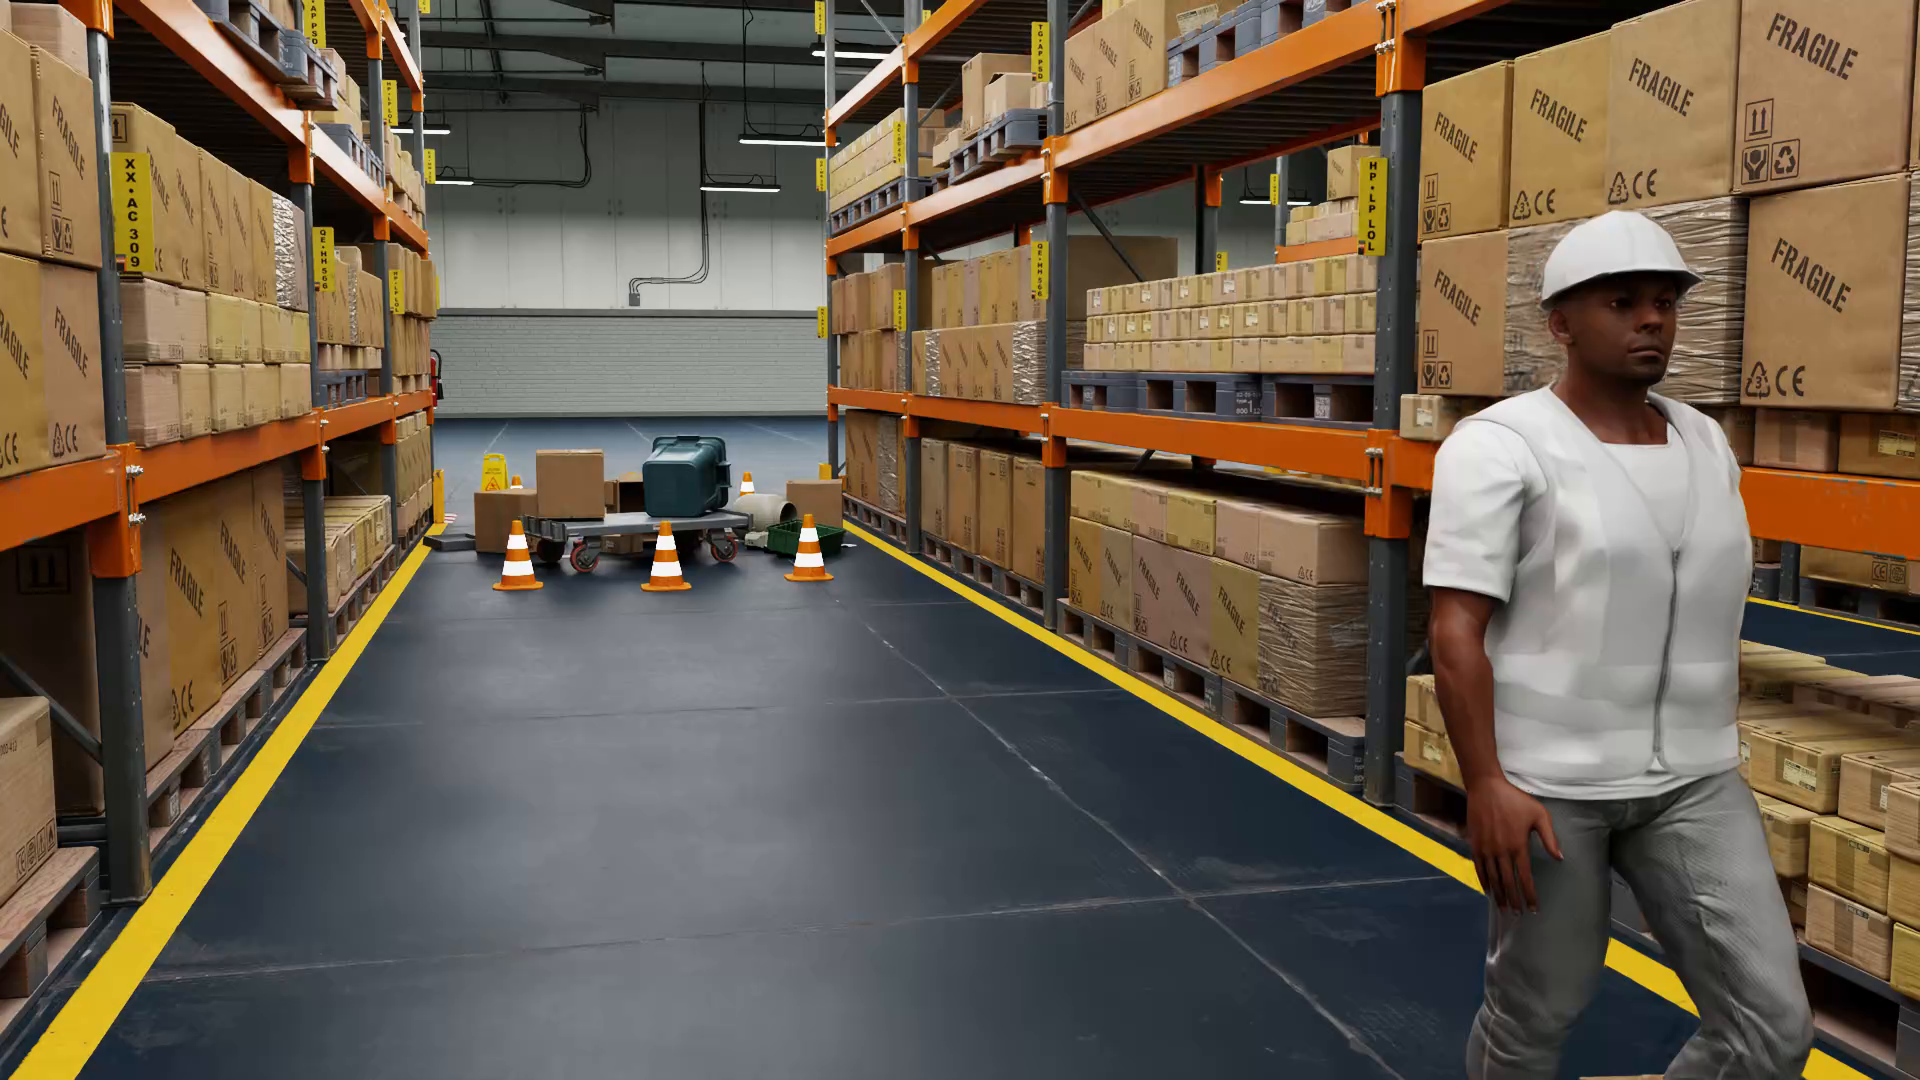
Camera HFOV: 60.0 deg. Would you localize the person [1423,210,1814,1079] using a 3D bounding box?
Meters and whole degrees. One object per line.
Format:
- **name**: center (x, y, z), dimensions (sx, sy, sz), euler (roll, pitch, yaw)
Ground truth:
- **person**: center (1.022, 0.404, 2.611), dimensions (0.624, 1.821, 0.557), euler (-1, 6, -12)
